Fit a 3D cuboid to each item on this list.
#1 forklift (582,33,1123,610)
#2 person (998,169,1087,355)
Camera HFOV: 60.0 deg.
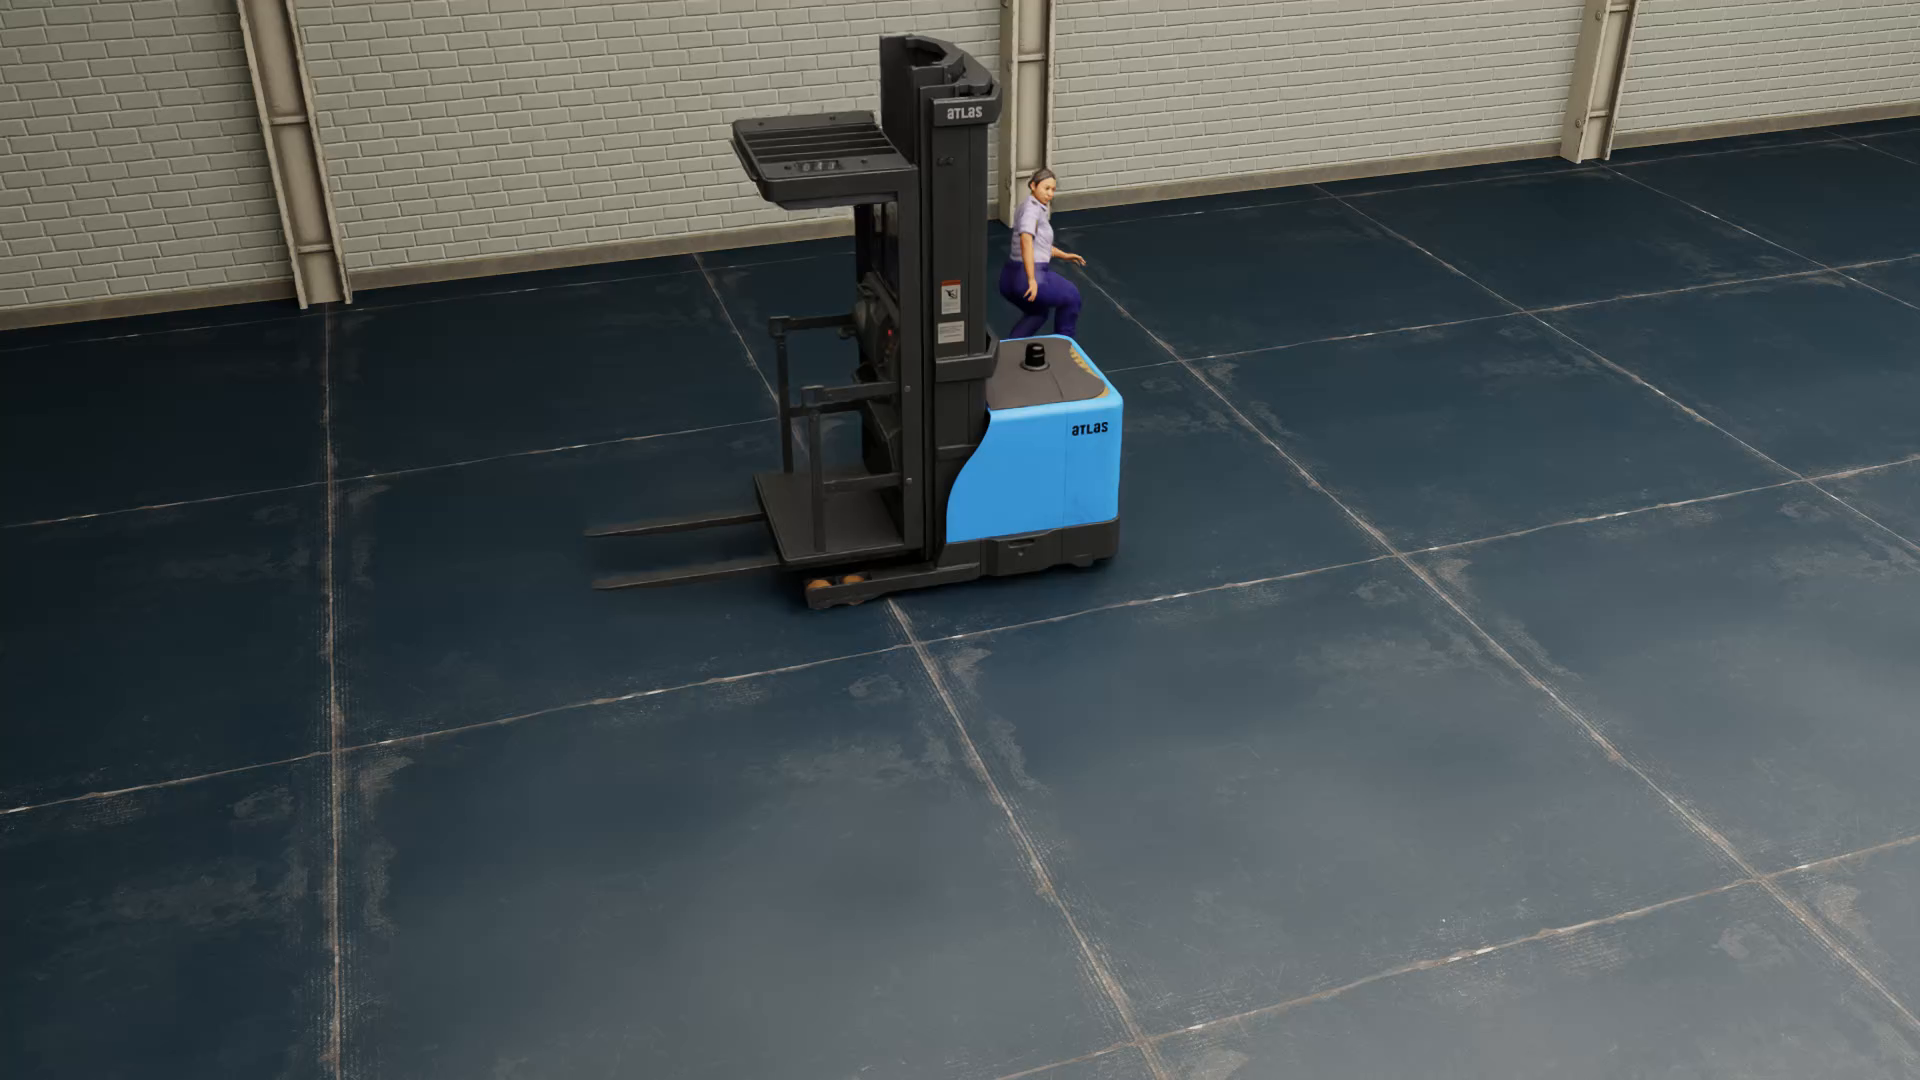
[{"bbox_3d":[-0.648,-1.170,9.120,3.031,2.935,1.130,-8,31,-13],"label":"forklift"},{"bbox_3d":[0.631,-1.891,11.870,0.729,1.473,0.703,-14,33,-22],"label":"person"}]
